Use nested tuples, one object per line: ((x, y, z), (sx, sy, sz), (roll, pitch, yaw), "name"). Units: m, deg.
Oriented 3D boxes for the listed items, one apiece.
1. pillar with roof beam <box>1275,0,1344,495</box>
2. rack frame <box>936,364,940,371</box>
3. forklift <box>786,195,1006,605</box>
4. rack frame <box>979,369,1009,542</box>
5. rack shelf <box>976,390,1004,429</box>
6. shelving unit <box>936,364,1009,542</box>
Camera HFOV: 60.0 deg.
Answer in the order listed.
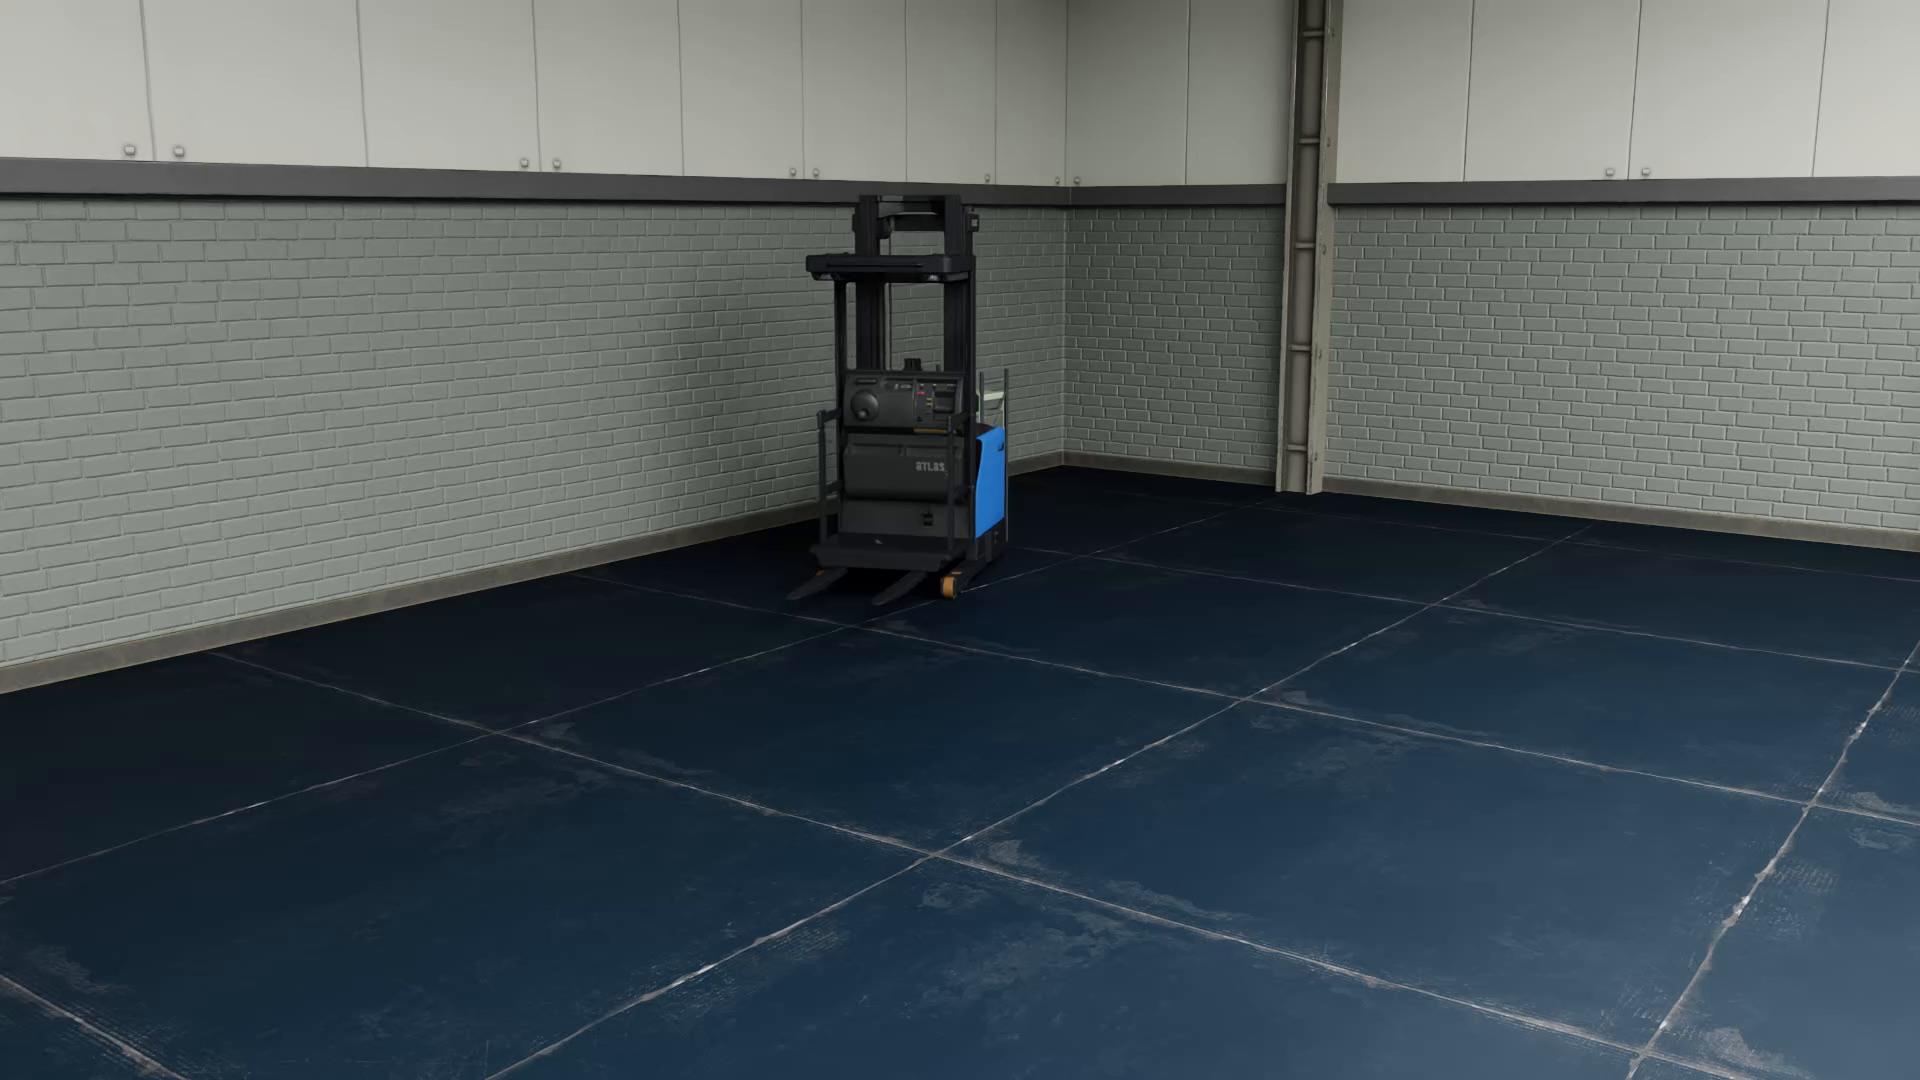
((0.947, -4.264, 12.881), (0.400, 9.000, 9.100), (8, 13, 36), "pillar with roof beam")
((-0.300, -0.778, 14.604), (0.023, 1.500, 0.400), (8, 13, 36), "rack frame")
((-0.481, -1.086, 12.426), (1.130, 2.935, 3.031), (3, 11, 14), "forklift")
((0.290, -0.696, 14.178), (0.023, 1.500, 0.400), (8, 13, 36), "rack frame")
((-0.005, -1.120, 14.317), (0.720, 0.370, 0.431), (8, 13, 36), "rack shelf")
((-0.005, -0.737, 14.391), (0.755, 1.500, 0.431), (8, 13, 36), "shelving unit")
